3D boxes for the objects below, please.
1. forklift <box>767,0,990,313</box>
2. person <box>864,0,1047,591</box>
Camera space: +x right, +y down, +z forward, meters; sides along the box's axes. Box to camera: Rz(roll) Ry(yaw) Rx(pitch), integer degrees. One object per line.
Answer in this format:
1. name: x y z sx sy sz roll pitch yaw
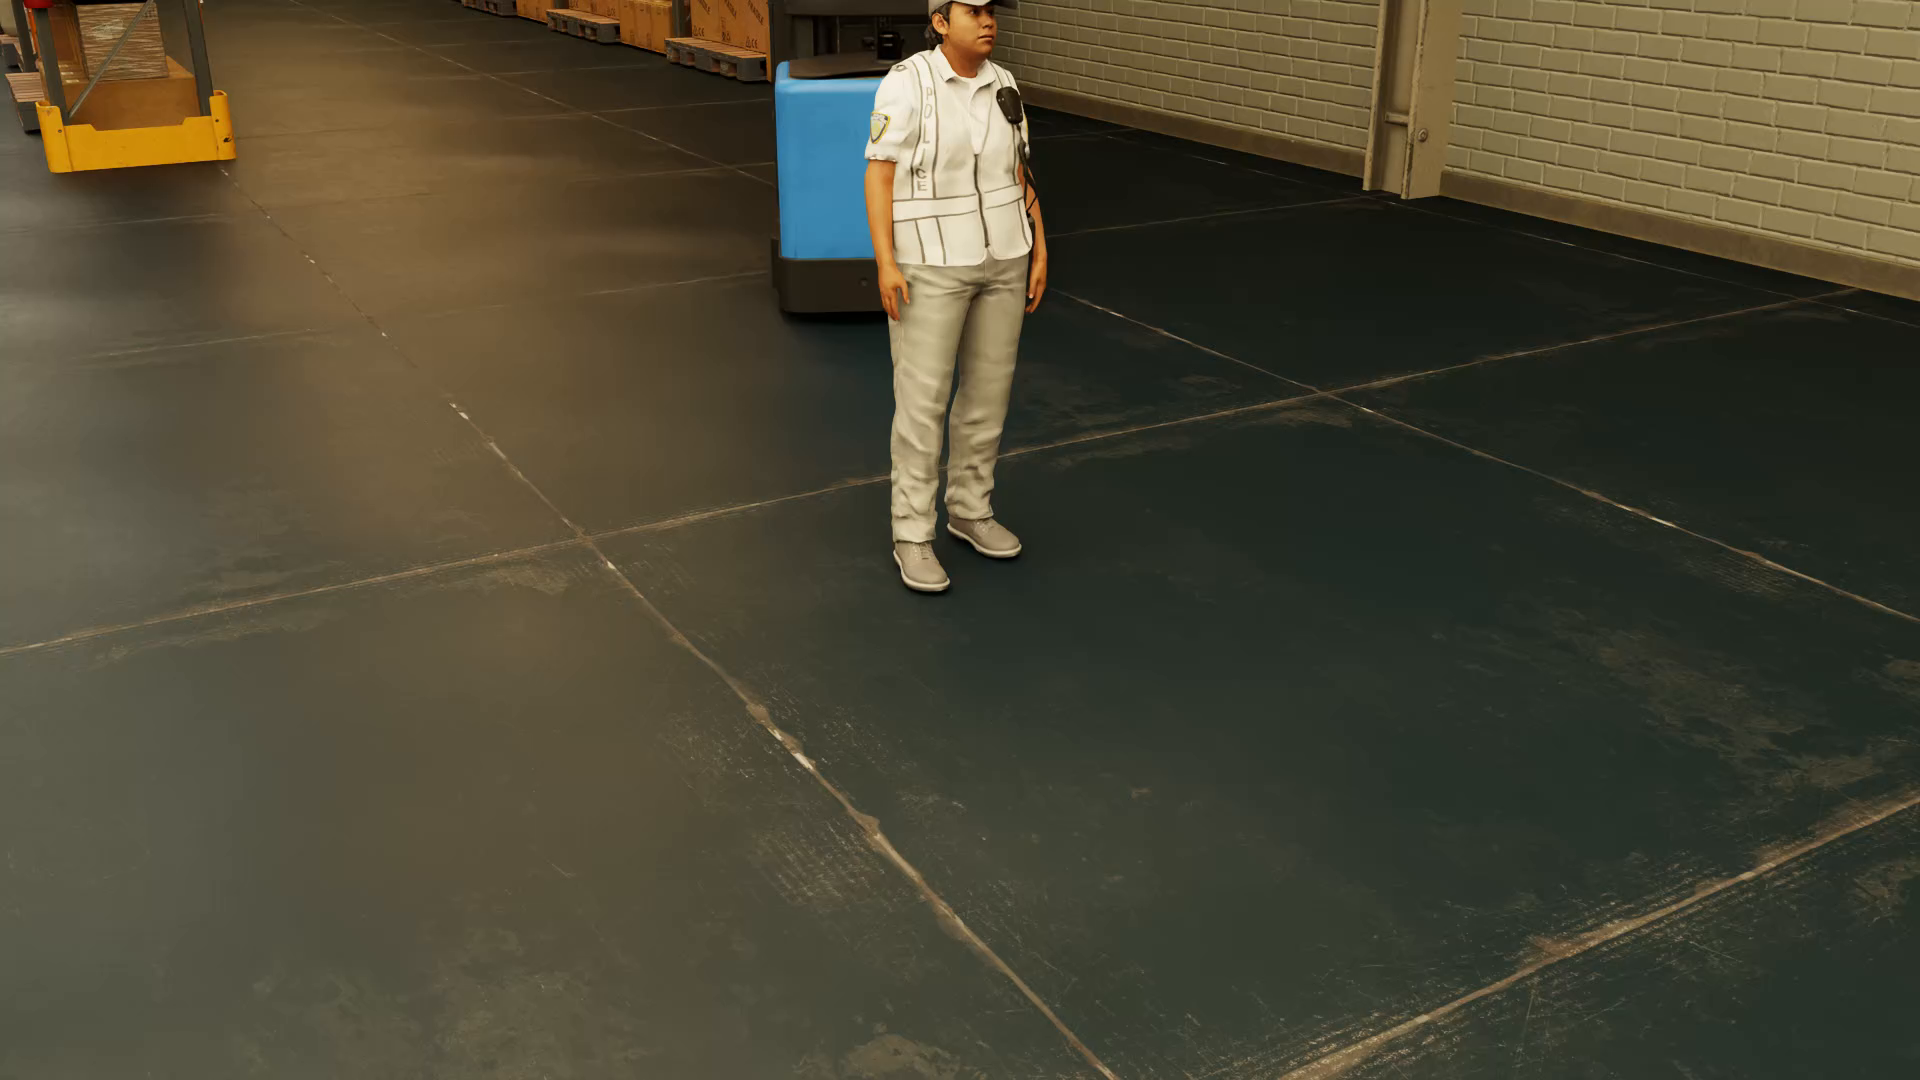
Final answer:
1. forklift: -0.418 -2.887 8.309 1.130 2.935 3.031 -2 22 -5
2. person: 0.019 -0.749 4.744 0.599 1.670 0.529 -12 25 -28
